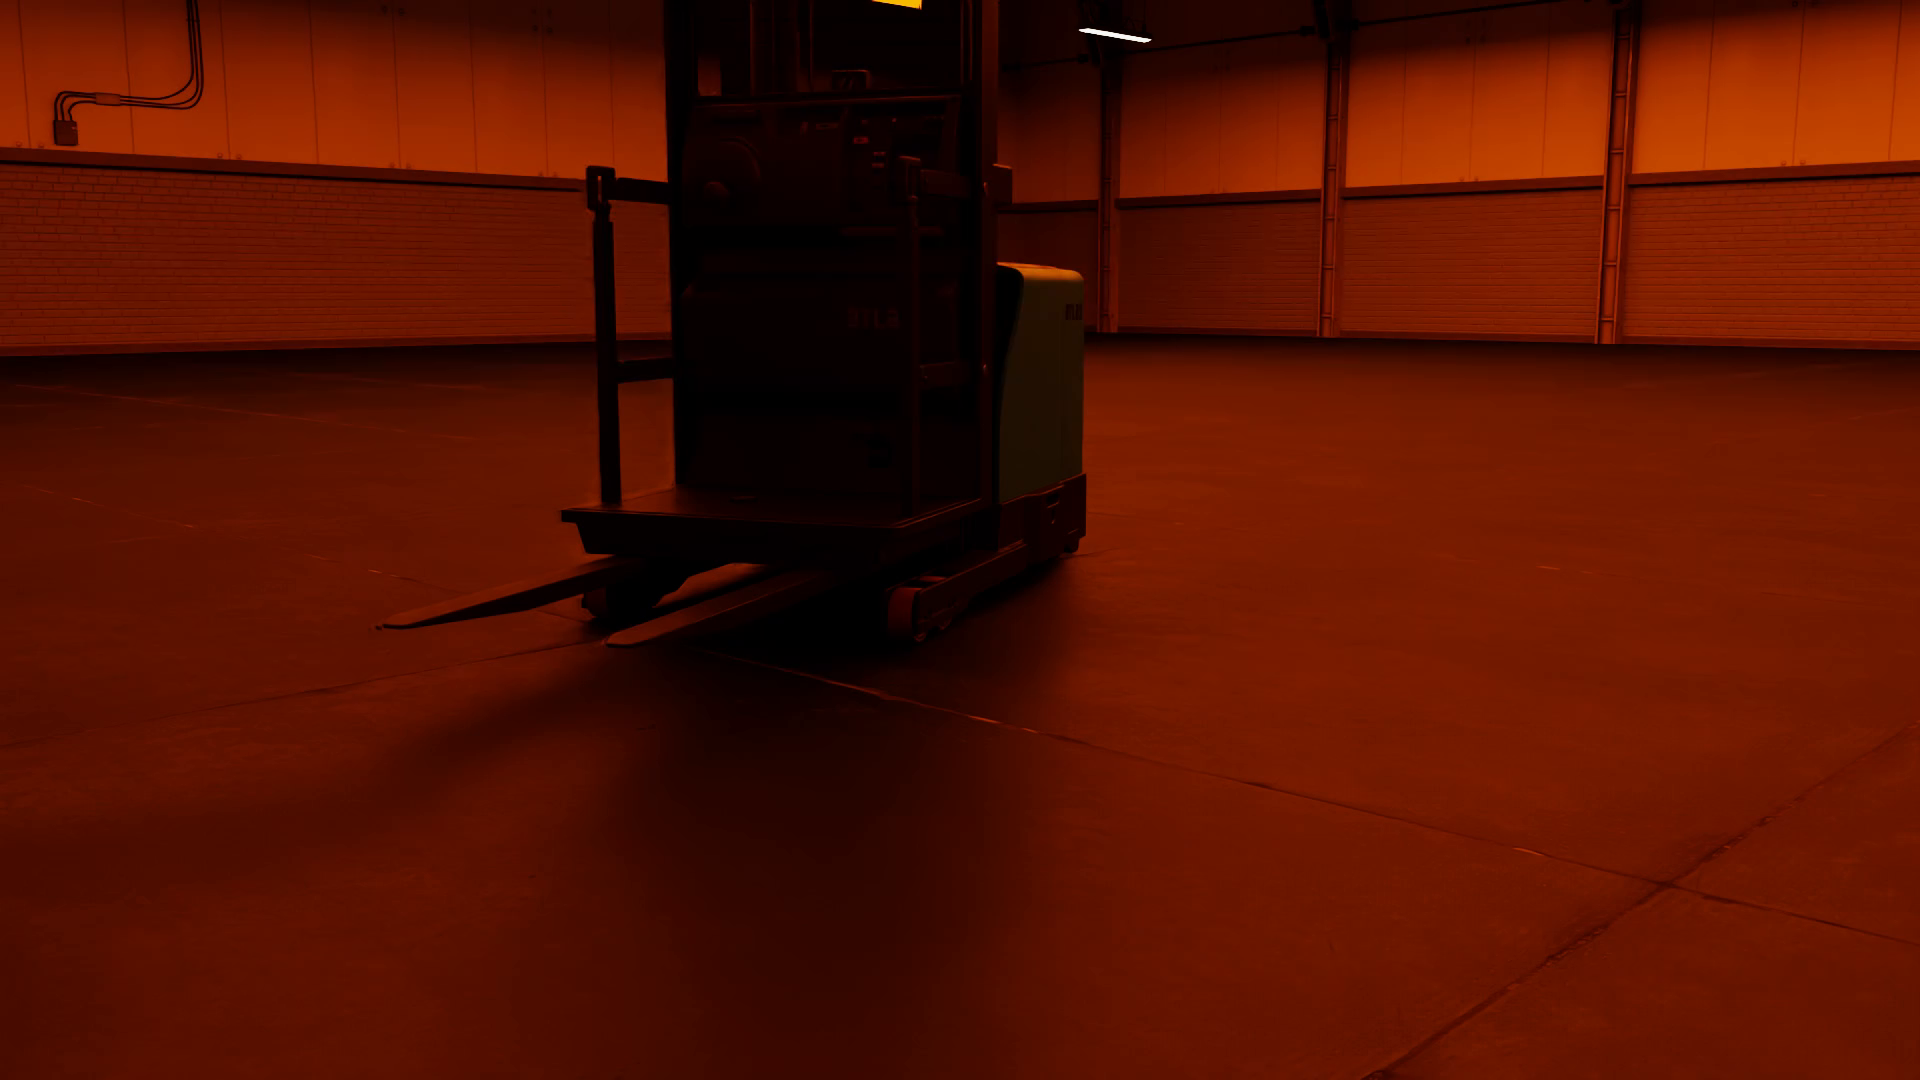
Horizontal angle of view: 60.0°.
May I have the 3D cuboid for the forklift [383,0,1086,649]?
[{"bbox_3d":[-0.512,-1.223,4.997,1.130,2.935,3.031,3,9,20],"label":"forklift"}]
